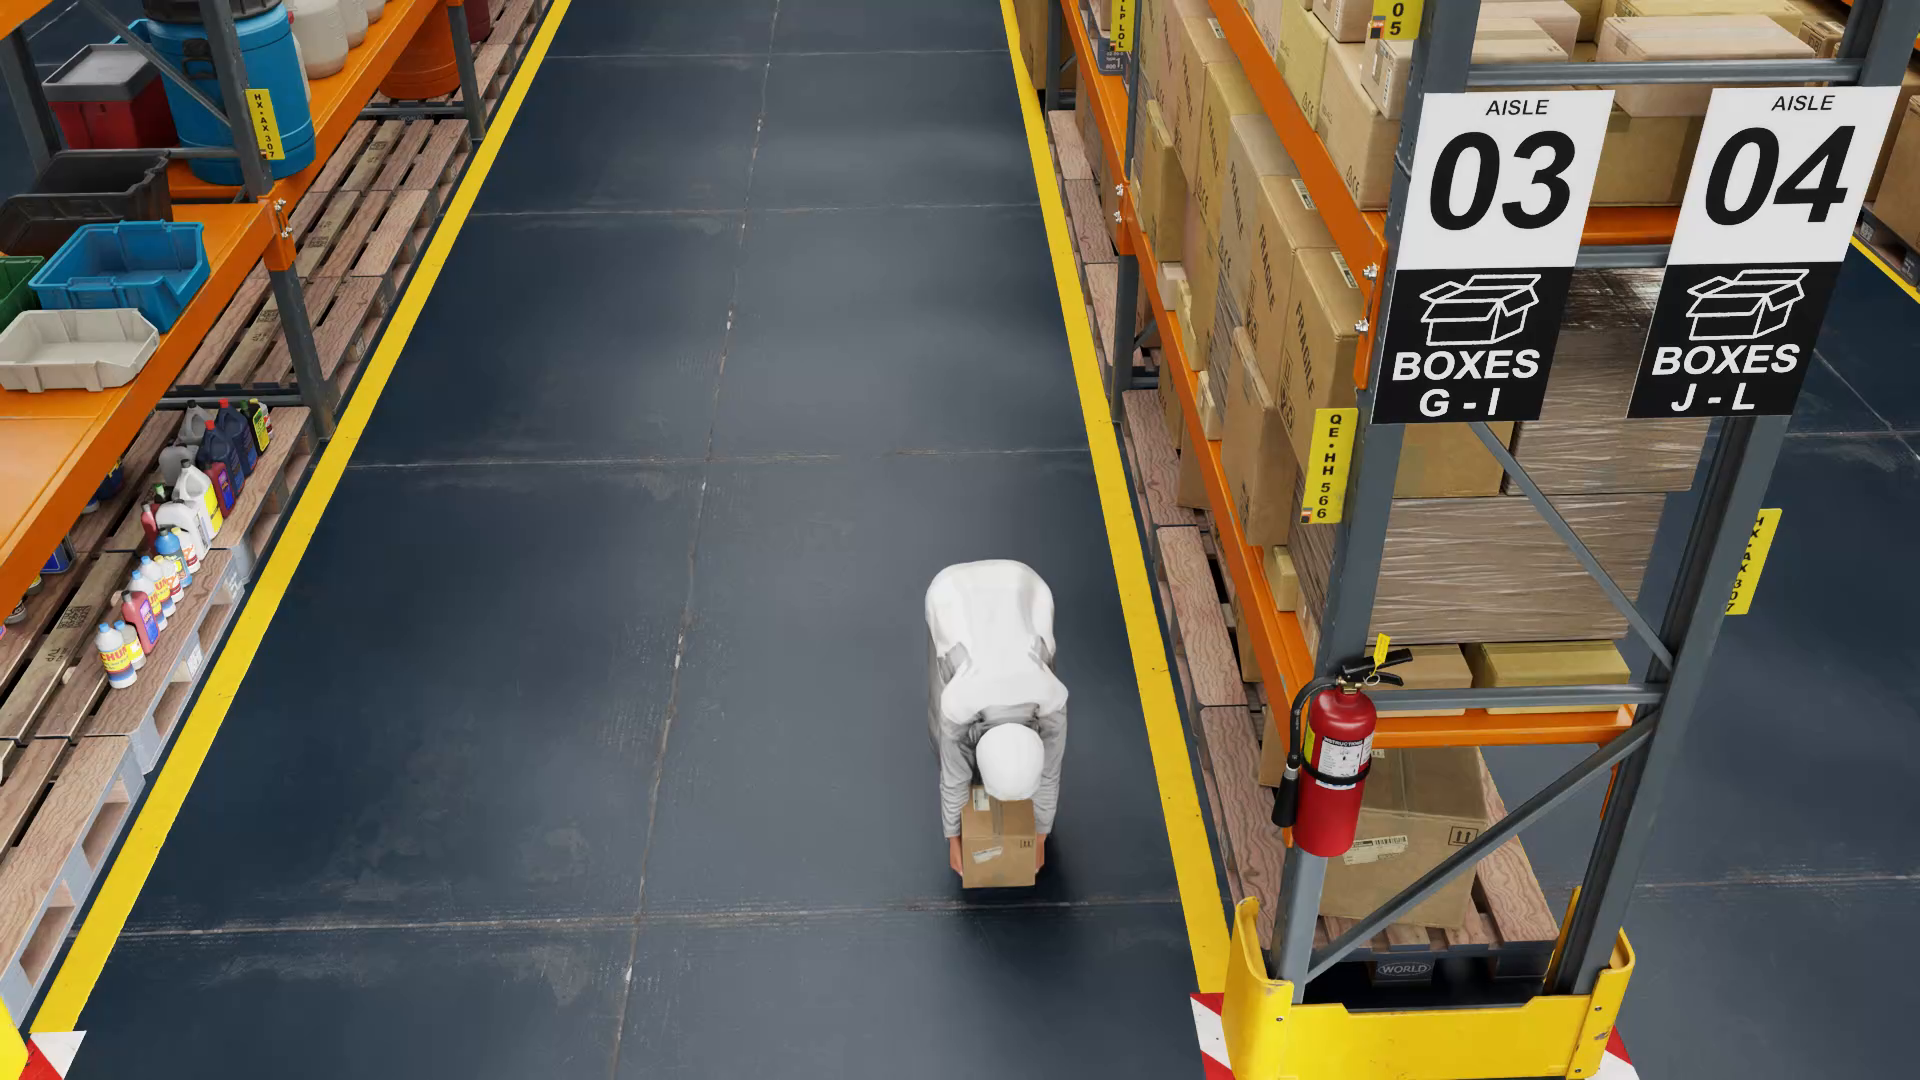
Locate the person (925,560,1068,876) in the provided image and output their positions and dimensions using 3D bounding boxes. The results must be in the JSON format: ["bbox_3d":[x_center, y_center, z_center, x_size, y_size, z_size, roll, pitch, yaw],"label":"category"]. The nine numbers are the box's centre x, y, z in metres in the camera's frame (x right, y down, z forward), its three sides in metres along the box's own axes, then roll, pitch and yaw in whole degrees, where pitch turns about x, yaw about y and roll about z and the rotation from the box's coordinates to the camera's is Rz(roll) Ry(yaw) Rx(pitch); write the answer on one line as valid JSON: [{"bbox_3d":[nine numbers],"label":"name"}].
[{"bbox_3d":[0.138,0.672,5.811,0.479,1.028,1.002,-4,35,-6],"label":"person"}]
